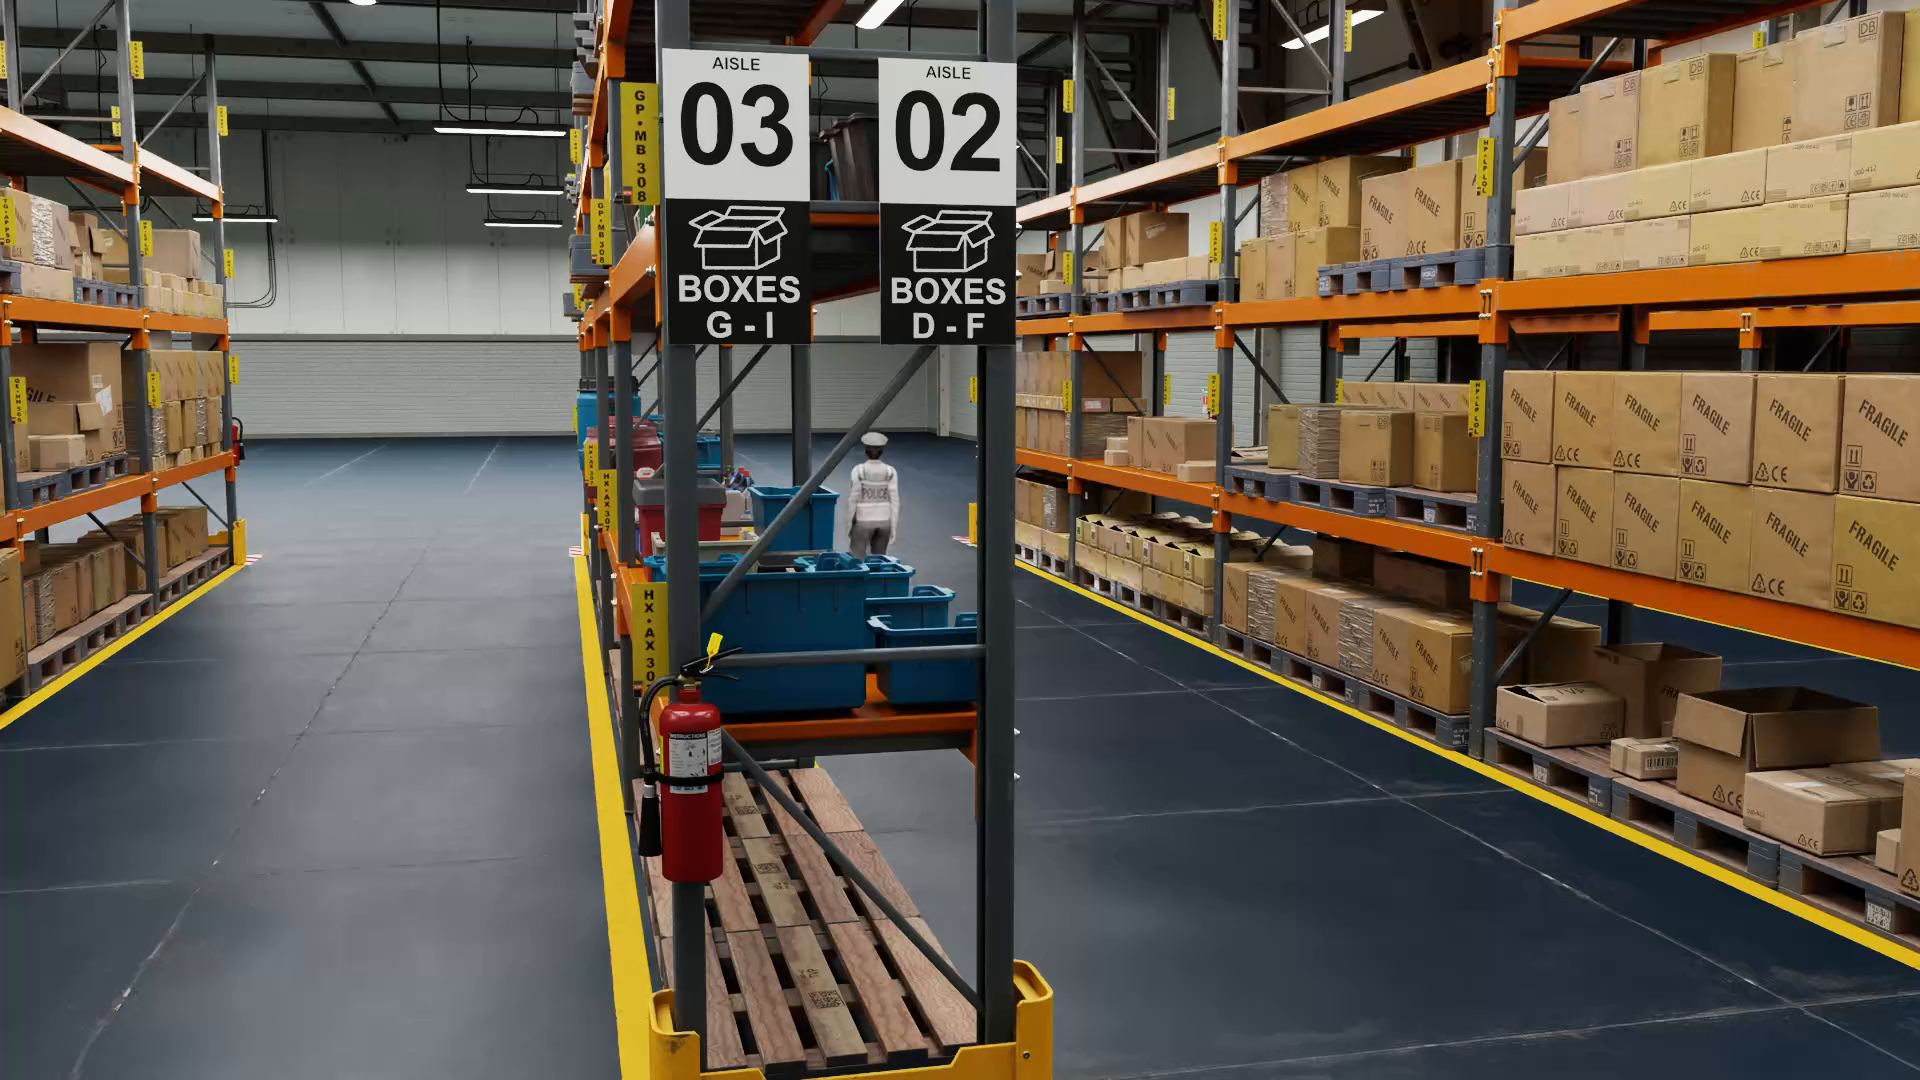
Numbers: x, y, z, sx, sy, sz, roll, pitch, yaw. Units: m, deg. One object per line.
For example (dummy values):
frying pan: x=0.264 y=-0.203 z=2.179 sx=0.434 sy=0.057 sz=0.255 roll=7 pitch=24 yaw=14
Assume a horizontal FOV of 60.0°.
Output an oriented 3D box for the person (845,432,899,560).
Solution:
person: x=-0.792 y=-0.140 z=15.101 sx=0.493 sy=1.677 sz=0.585 roll=-2 pitch=7 yaw=-20
